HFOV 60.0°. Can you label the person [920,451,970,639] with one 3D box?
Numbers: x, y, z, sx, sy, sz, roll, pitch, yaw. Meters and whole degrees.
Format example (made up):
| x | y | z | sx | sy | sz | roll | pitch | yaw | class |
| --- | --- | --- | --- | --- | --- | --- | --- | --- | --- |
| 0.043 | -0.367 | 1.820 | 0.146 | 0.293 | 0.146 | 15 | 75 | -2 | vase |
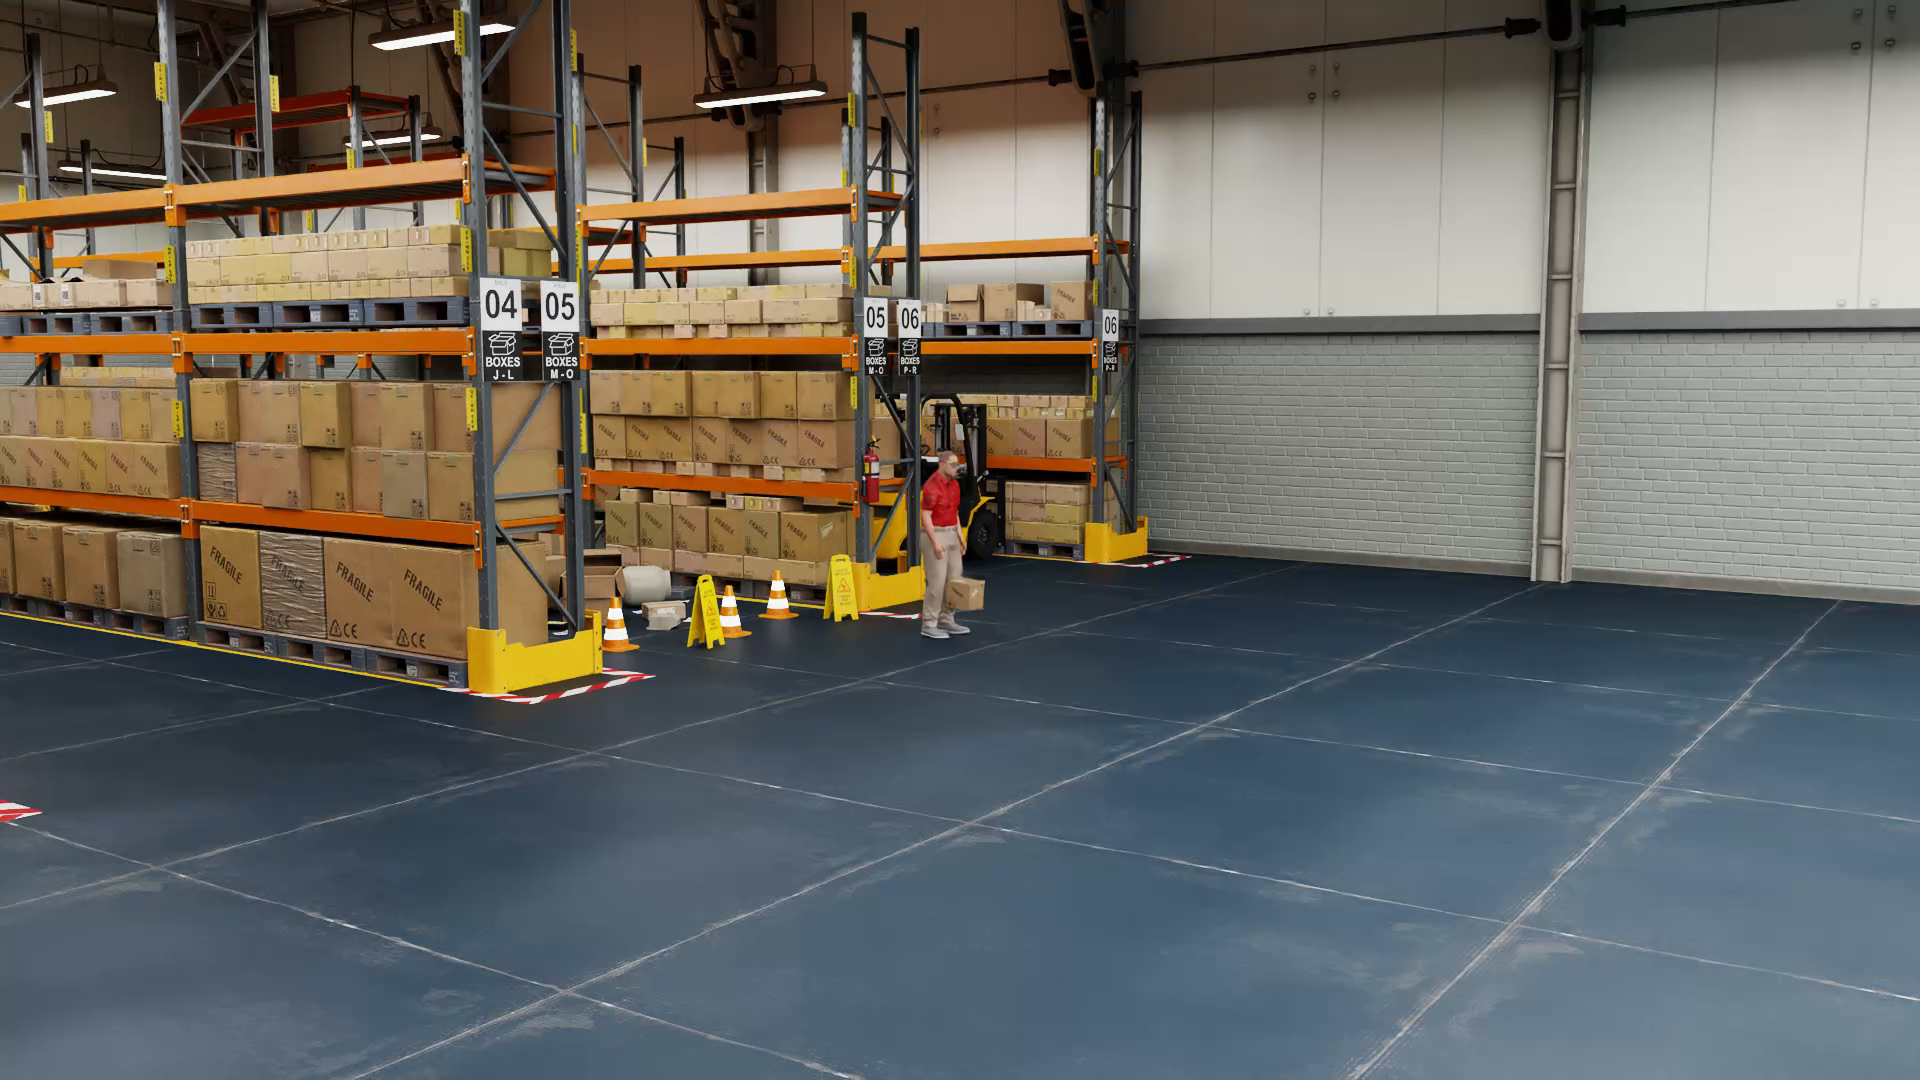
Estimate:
| x | y | z | sx | sy | sz | roll | pitch | yaw | class |
| --- | --- | --- | --- | --- | --- | --- | --- | --- | --- |
| -0.153 | 0.030 | 15.550 | 0.391 | 1.729 | 0.566 | 4 | 7 | 32 | person |
